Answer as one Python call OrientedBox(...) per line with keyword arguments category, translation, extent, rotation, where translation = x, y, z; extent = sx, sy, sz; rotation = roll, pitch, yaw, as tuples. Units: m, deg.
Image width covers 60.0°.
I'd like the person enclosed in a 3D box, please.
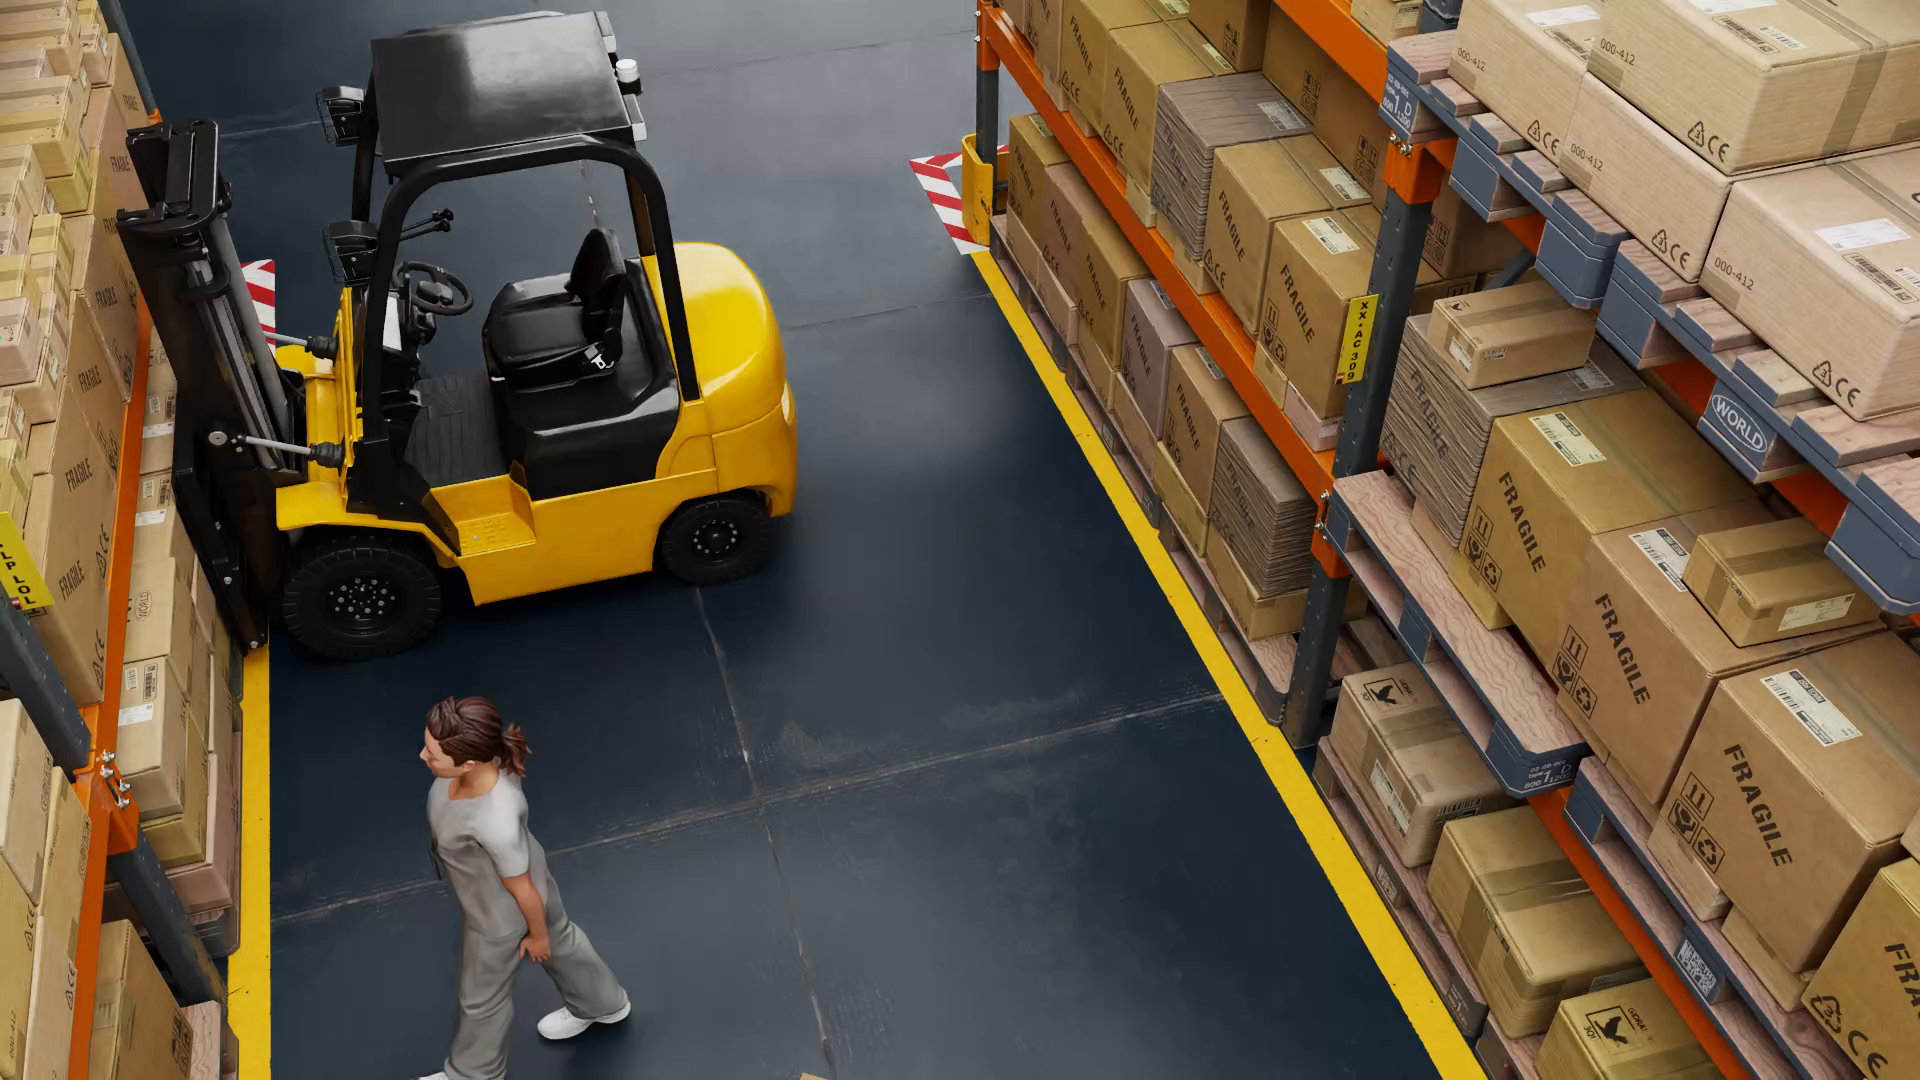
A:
OrientedBox(category="person", translation=(-1.454, 1.071, 4.980), extent=(0.733, 1.660, 0.448), rotation=(-11, 44, -12))
